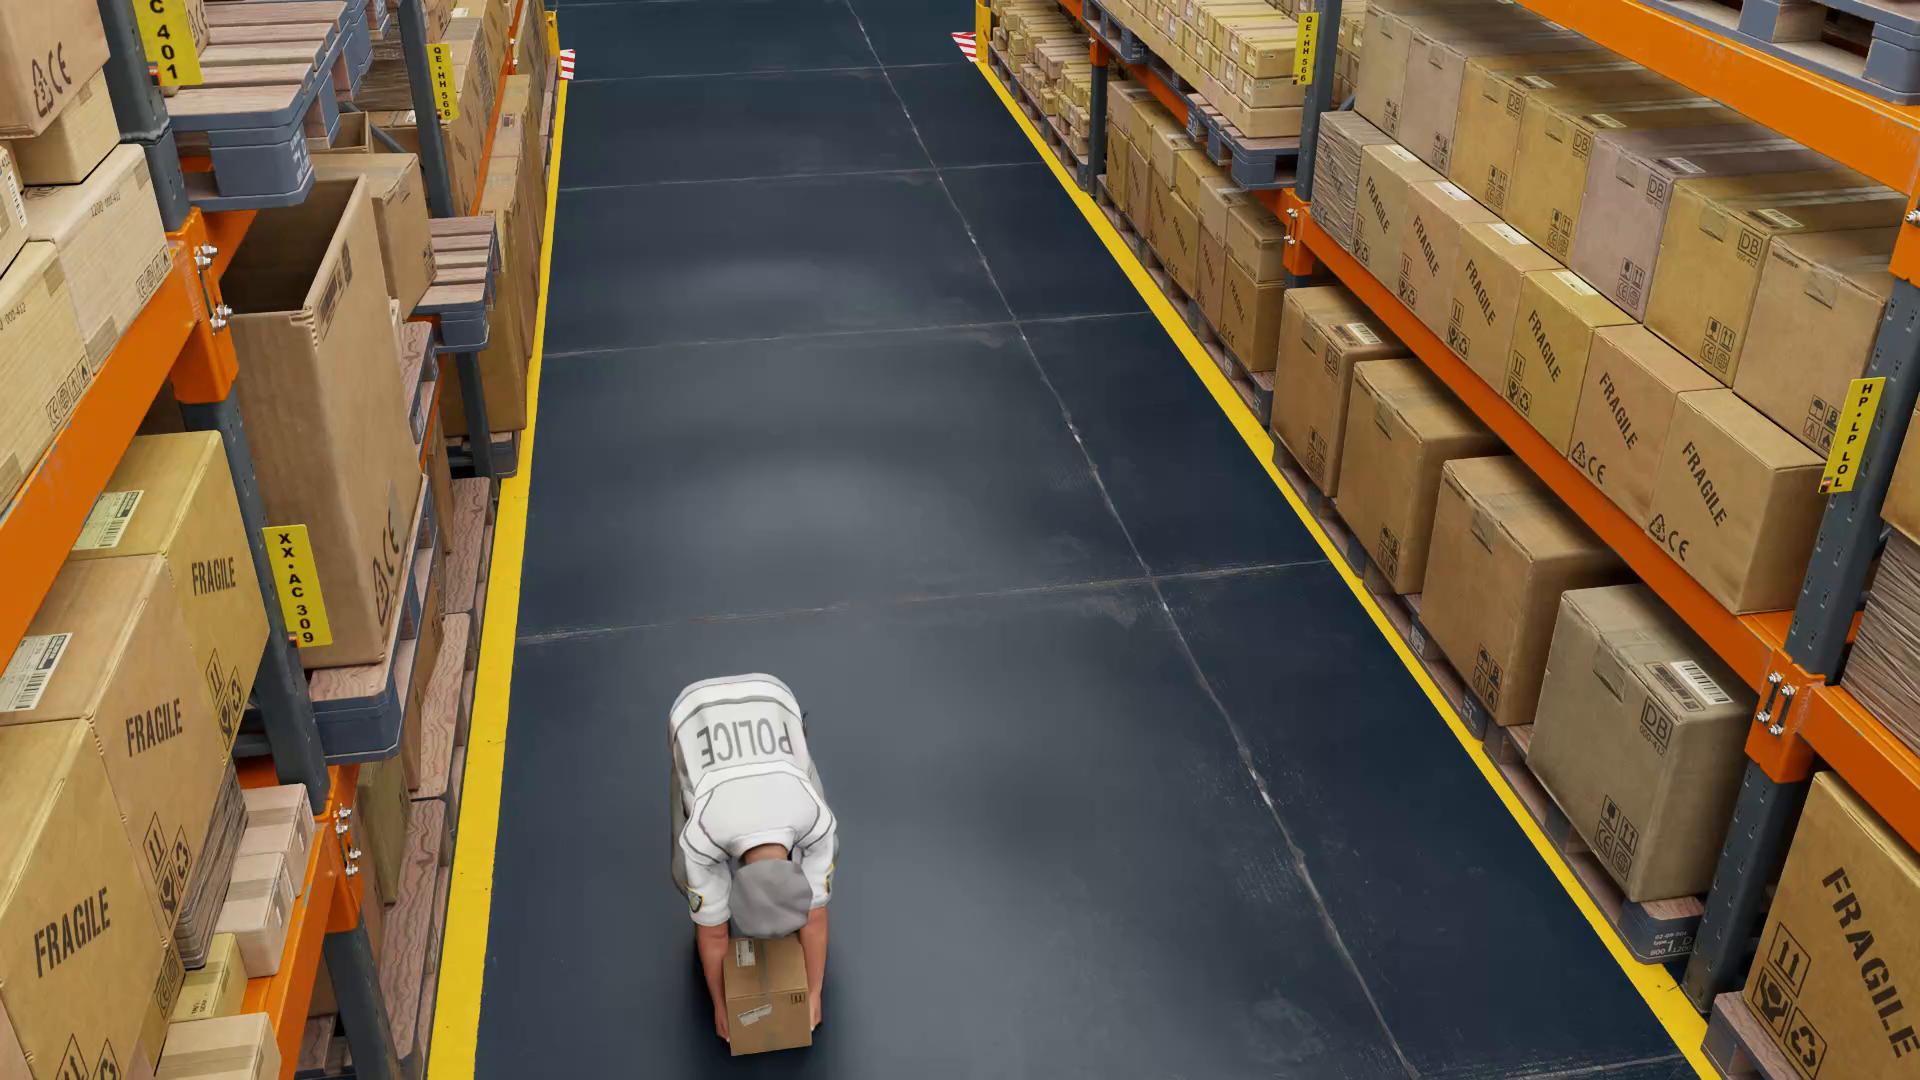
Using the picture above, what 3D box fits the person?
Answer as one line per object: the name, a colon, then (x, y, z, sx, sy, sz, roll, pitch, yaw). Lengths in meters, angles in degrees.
person: (-0.648, 0.943, 5.233, 0.526, 1.033, 1.033, -7, 31, -11)
